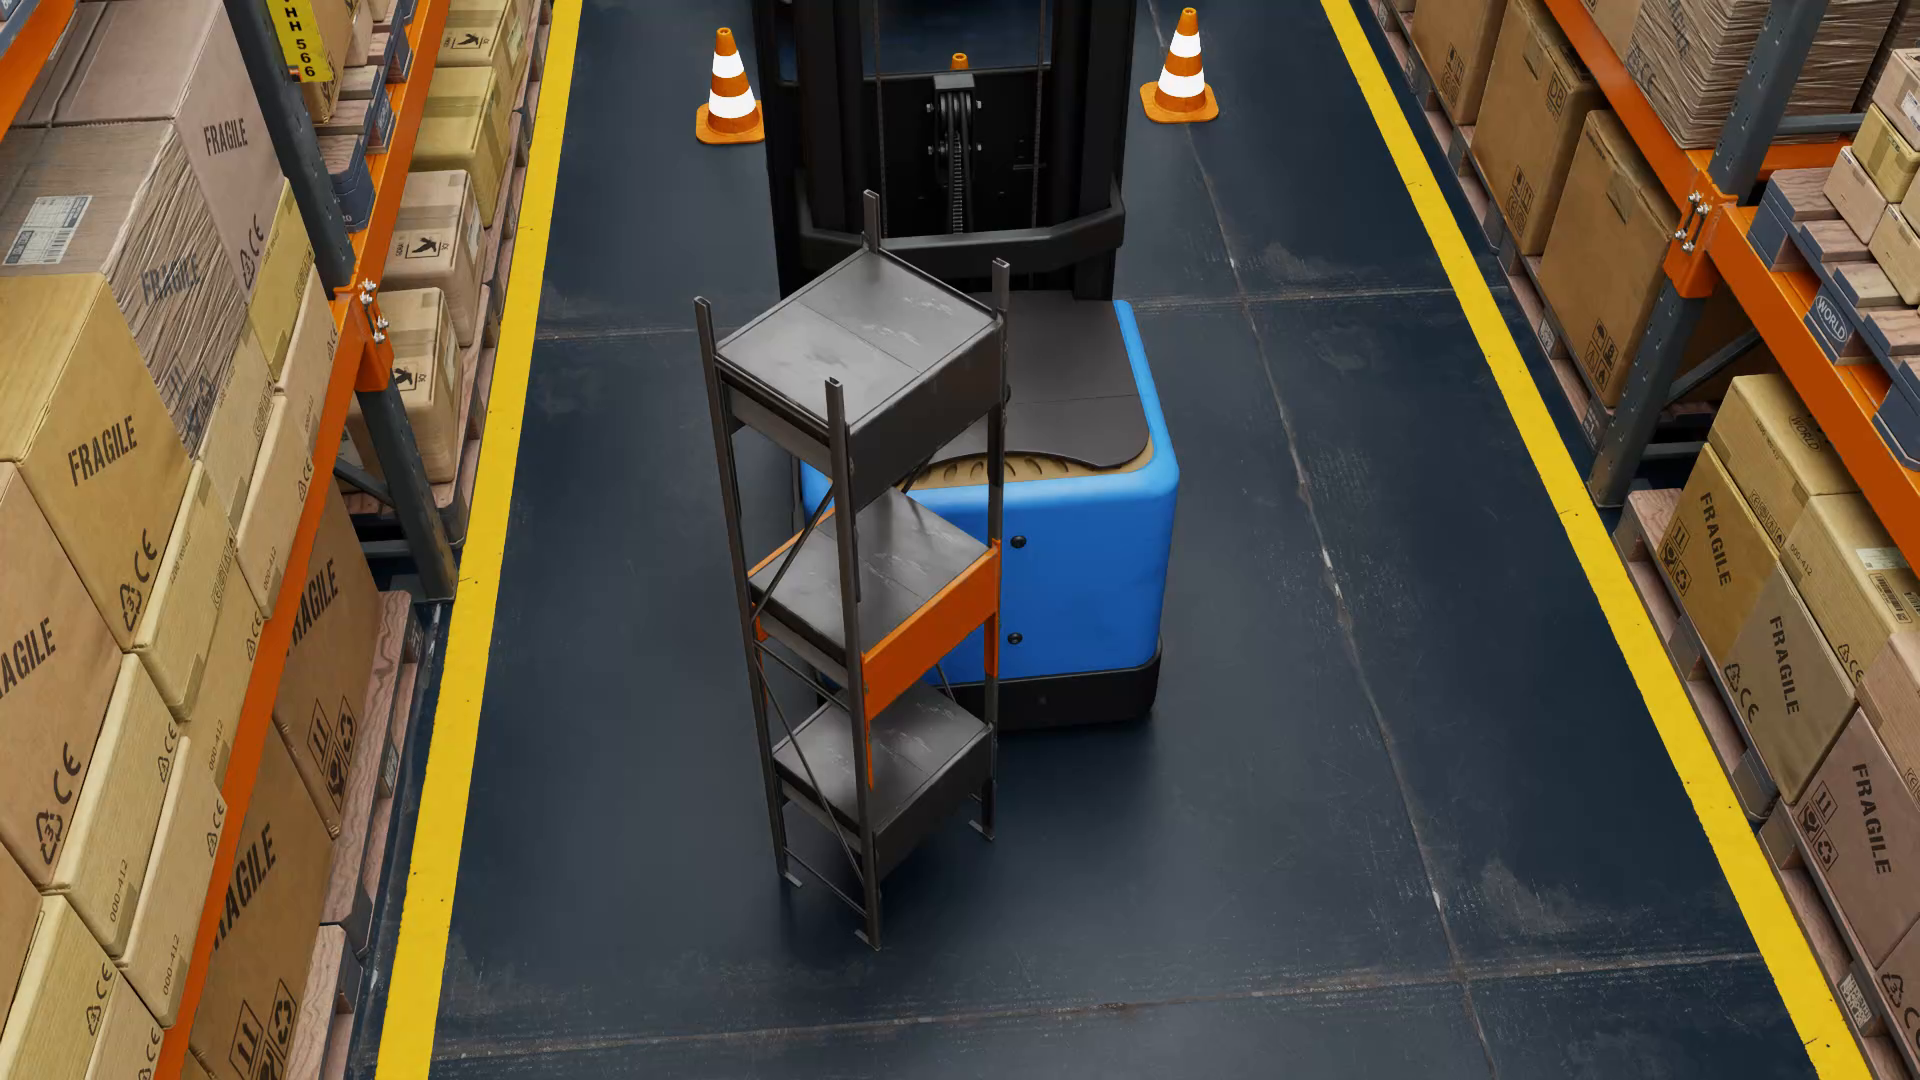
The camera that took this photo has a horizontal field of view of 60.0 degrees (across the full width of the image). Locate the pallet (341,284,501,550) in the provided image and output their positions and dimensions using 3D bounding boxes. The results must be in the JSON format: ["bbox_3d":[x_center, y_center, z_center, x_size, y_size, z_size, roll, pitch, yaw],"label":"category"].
[{"bbox_3d":[-2.254,-0.445,6.026,1.003,0.211,1.213,-3,47,-3],"label":"pallet"}]

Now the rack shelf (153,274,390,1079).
[{"bbox_3d":[-2.022,0.856,3.369,1.077,0.370,4.000,-3,47,-3],"label":"rack shelf"}]

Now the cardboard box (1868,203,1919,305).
[{"bbox_3d":[2.593,-0.741,4.269,0.380,0.149,0.250,-1,47,-1],"label":"cardboard box"}]

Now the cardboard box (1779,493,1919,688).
[{"bbox_3d":[2.593,0.125,4.482,0.500,0.250,0.500,-4,47,-4],"label":"cardboard box"}]

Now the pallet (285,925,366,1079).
[{"bbox_3d":[-2.100,1.576,4.112,1.003,0.211,1.213,-3,47,-3],"label":"pallet"}]

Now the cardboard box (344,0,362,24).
[{"bbox_3d":[-2.047,-1.836,4.860,0.500,0.500,0.500,-1,47,-1],"label":"cardboard box"}]

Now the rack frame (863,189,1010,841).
[{"bbox_3d":[-0.053,0.068,4.239,0.400,2.100,0.015,33,55,27],"label":"rack frame"}]

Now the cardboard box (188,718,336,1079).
[{"bbox_3d":[-2.144,0.898,4.008,0.875,0.875,0.875,-3,47,-3],"label":"cardboard box"}]

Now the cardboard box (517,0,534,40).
[{"bbox_3d":[-2.478,-2.594,7.662,0.950,0.372,0.625,-3,47,-3],"label":"cardboard box"}]

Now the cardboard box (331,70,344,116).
[{"bbox_3d":[-2.022,-1.350,4.846,0.380,0.149,0.250,-6,47,-6],"label":"cardboard box"}]

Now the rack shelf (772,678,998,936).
[{"bbox_3d":[-0.215,0.692,4.632,0.431,0.518,0.480,33,55,27],"label":"rack shelf"}]

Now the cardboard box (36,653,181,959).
[{"bbox_3d":[-1.742,0.491,2.978,0.500,0.250,0.500,-5,47,-4],"label":"cardboard box"}]

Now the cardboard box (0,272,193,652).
[{"bbox_3d":[-1.800,-0.128,3.048,0.500,0.500,0.500,-3,47,-3],"label":"cardboard box"}]

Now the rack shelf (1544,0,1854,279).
[{"bbox_3d":[2.567,-2.412,6.464,1.077,0.370,4.000,-3,47,-3],"label":"rack shelf"}]

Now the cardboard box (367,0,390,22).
[{"bbox_3d":[-2.001,-1.751,5.226,0.380,0.149,0.250,-3,47,-3],"label":"cardboard box"}]

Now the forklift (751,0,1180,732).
[{"bbox_3d":[-0.072,-1.462,5.116,1.130,2.935,3.031,-5,47,-5],"label":"forklift"}]

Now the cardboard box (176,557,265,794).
[{"bbox_3d":[-1.804,0.297,3.506,0.500,0.250,0.500,-4,47,-4],"label":"cardboard box"}]

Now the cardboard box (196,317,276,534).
[{"bbox_3d":[-1.849,-0.253,3.683,0.500,0.250,0.500,-5,47,-4],"label":"cardboard box"}]

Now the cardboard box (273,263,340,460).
[{"bbox_3d":[-1.889,-0.437,4.201,0.500,0.250,0.500,-5,47,-5],"label":"cardboard box"}]

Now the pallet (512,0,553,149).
[{"bbox_3d":[-2.458,-2.211,7.698,1.003,0.211,1.213,-3,47,-3],"label":"pallet"}]

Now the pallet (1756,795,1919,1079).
[{"bbox_3d":[2.897,1.192,4.475,1.003,0.211,1.213,-3,47,-3],"label":"pallet"}]

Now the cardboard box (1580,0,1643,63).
[{"bbox_3d":[2.389,-1.918,5.431,0.500,0.500,0.500,-3,47,-3],"label":"cardboard box"}]

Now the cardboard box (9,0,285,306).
[{"bbox_3d":[-1.886,-0.859,3.740,0.500,0.500,0.500,-5,47,-4],"label":"cardboard box"}]

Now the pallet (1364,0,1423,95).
[{"bbox_3d":[2.539,-2.594,8.062,1.003,0.211,1.213,-3,47,-3],"label":"pallet"}]

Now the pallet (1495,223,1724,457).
[{"bbox_3d":[2.744,-0.829,6.390,1.003,0.211,1.213,-3,47,-3],"label":"pallet"}]

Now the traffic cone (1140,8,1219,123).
[{"bbox_3d":[1.007,-2.172,7.489,0.336,0.463,0.334,-3,47,-3],"label":"traffic cone"}]

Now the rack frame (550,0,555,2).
[{"bbox_3d":[-2.525,-3.733,7.219,1.000,3.000,0.127,-3,47,-3],"label":"rack frame"}]

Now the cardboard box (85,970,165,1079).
[{"bbox_3d":[-1.700,1.026,2.815,0.500,0.250,0.500,-4,47,-4],"label":"cardboard box"}]

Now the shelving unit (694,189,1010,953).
[{"bbox_3d":[-0.215,0.201,4.113,0.431,2.100,0.503,33,55,27],"label":"shelving unit"}]

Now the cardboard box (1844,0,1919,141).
[{"bbox_3d":[2.966,-1.588,5.119,0.500,0.500,0.500,-3,47,-3],"label":"cardboard box"}]

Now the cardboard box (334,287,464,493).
[{"bbox_3d":[-2.227,-0.489,5.668,0.950,0.372,0.625,-6,47,-6],"label":"cardboard box"}]

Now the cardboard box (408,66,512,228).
[{"bbox_3d":[-2.355,-1.571,6.693,0.950,0.372,0.625,-2,47,-2],"label":"cardboard box"}]

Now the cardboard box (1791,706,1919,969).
[{"bbox_3d":[2.633,0.764,4.393,0.500,0.500,0.500,-5,47,-4],"label":"cardboard box"}]

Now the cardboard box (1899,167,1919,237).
[{"bbox_3d":[2.600,-0.815,4.135,0.380,0.149,0.250,-1,47,-1],"label":"cardboard box"}]

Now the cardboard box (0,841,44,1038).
[{"bbox_3d":[-1.715,0.612,2.347,0.500,0.500,0.500,-5,47,-4],"label":"cardboard box"}]

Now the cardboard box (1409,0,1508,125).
[{"bbox_3d":[2.618,-2.336,7.156,1.050,0.750,0.750,-3,47,-3],"label":"cardboard box"}]

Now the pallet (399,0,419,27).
[{"bbox_3d":[-2.396,-2.202,5.902,1.003,0.211,1.213,-3,47,-3],"label":"pallet"}]

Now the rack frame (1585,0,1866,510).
[{"bbox_3d":[2.734,-1.213,4.833,1.000,3.000,0.127,-3,47,-3],"label":"rack frame"}]

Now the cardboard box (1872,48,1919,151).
[{"bbox_3d":[2.580,-1.126,4.224,0.380,0.149,0.250,-3,47,-3],"label":"cardboard box"}]

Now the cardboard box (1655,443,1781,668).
[{"bbox_3d":[2.540,0.030,5.088,0.500,0.500,0.500,-5,47,-5],"label":"cardboard box"}]

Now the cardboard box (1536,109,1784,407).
[{"bbox_3d":[2.773,-1.030,5.919,1.050,0.750,0.750,-4,47,-4],"label":"cardboard box"}]

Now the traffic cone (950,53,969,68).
[{"bbox_3d":[-0.005,-1.899,7.230,0.336,0.463,0.334,-3,47,-3],"label":"traffic cone"}]
